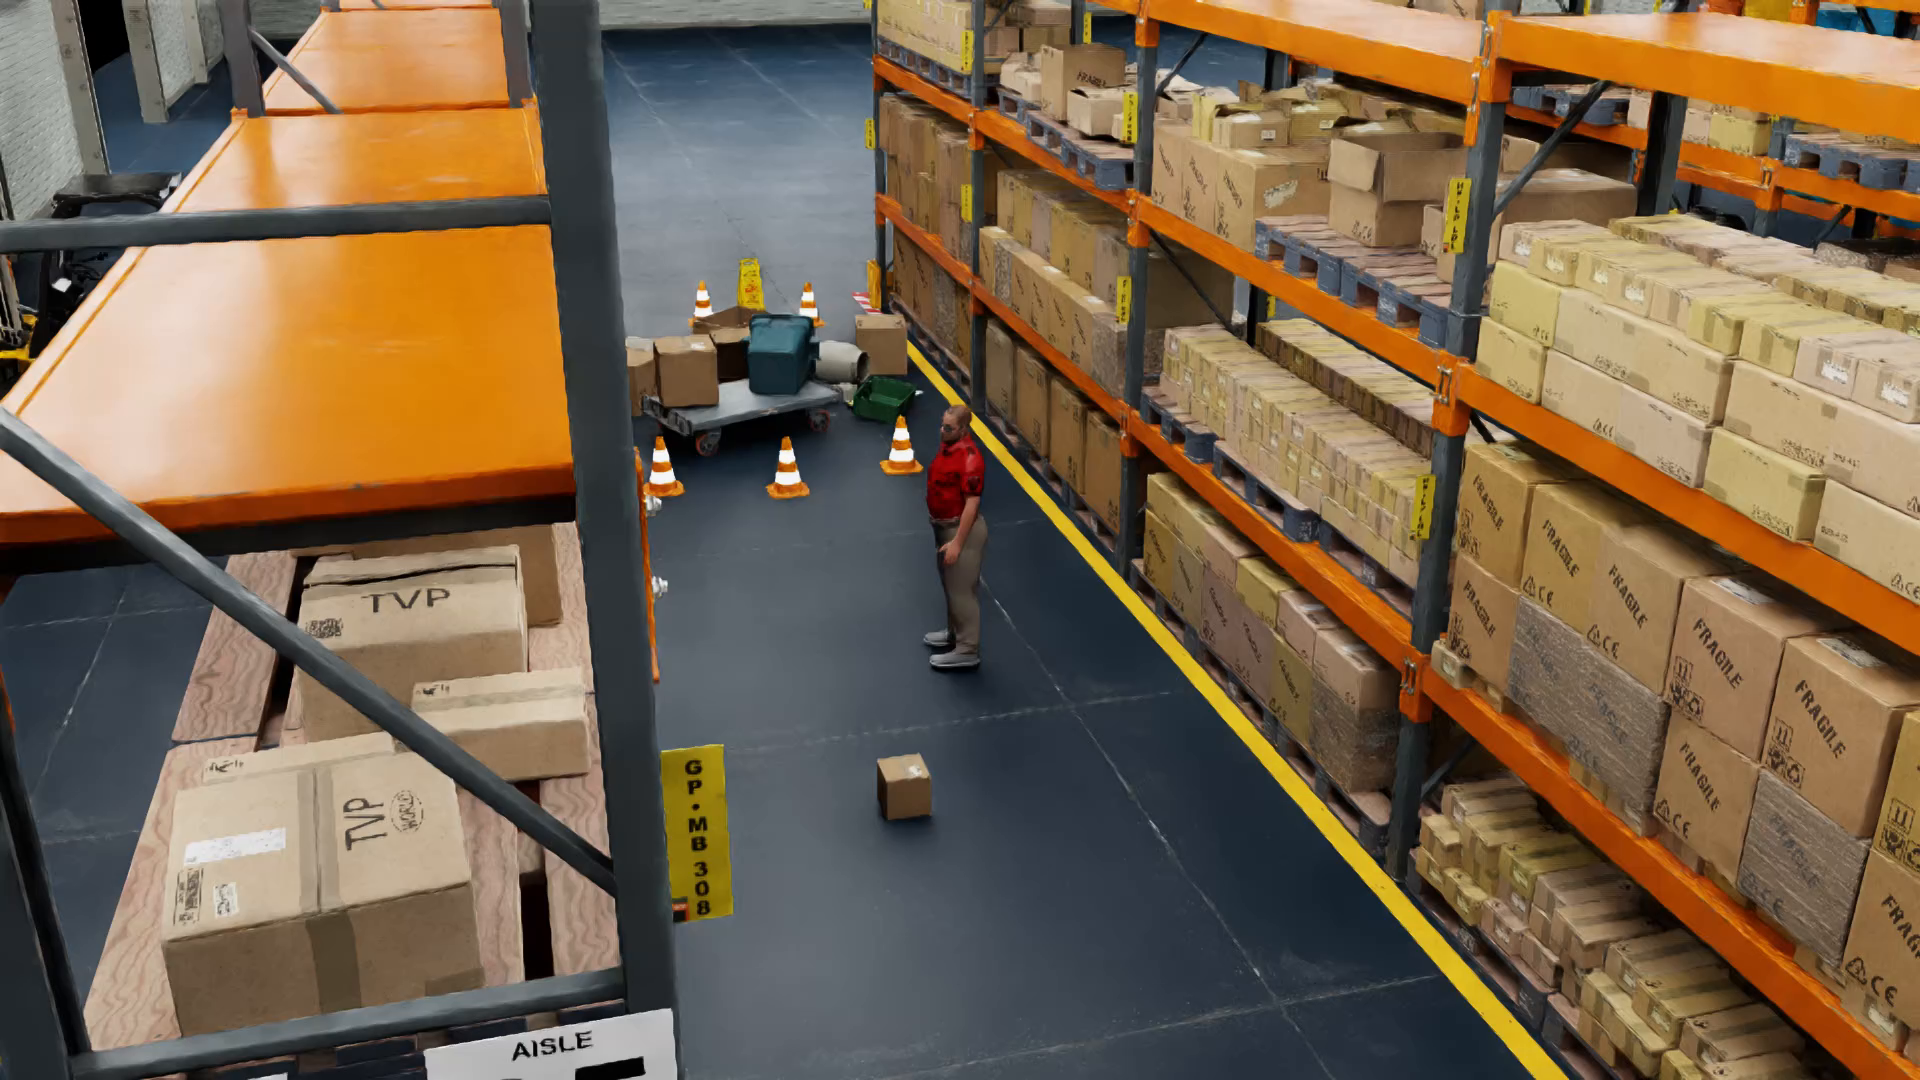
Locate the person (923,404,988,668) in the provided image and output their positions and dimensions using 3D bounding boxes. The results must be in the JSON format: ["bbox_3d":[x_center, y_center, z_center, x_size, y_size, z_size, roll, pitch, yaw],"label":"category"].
[{"bbox_3d":[-0.041,-0.038,10.654,0.396,1.734,0.570,-7,24,-16],"label":"person"}]
